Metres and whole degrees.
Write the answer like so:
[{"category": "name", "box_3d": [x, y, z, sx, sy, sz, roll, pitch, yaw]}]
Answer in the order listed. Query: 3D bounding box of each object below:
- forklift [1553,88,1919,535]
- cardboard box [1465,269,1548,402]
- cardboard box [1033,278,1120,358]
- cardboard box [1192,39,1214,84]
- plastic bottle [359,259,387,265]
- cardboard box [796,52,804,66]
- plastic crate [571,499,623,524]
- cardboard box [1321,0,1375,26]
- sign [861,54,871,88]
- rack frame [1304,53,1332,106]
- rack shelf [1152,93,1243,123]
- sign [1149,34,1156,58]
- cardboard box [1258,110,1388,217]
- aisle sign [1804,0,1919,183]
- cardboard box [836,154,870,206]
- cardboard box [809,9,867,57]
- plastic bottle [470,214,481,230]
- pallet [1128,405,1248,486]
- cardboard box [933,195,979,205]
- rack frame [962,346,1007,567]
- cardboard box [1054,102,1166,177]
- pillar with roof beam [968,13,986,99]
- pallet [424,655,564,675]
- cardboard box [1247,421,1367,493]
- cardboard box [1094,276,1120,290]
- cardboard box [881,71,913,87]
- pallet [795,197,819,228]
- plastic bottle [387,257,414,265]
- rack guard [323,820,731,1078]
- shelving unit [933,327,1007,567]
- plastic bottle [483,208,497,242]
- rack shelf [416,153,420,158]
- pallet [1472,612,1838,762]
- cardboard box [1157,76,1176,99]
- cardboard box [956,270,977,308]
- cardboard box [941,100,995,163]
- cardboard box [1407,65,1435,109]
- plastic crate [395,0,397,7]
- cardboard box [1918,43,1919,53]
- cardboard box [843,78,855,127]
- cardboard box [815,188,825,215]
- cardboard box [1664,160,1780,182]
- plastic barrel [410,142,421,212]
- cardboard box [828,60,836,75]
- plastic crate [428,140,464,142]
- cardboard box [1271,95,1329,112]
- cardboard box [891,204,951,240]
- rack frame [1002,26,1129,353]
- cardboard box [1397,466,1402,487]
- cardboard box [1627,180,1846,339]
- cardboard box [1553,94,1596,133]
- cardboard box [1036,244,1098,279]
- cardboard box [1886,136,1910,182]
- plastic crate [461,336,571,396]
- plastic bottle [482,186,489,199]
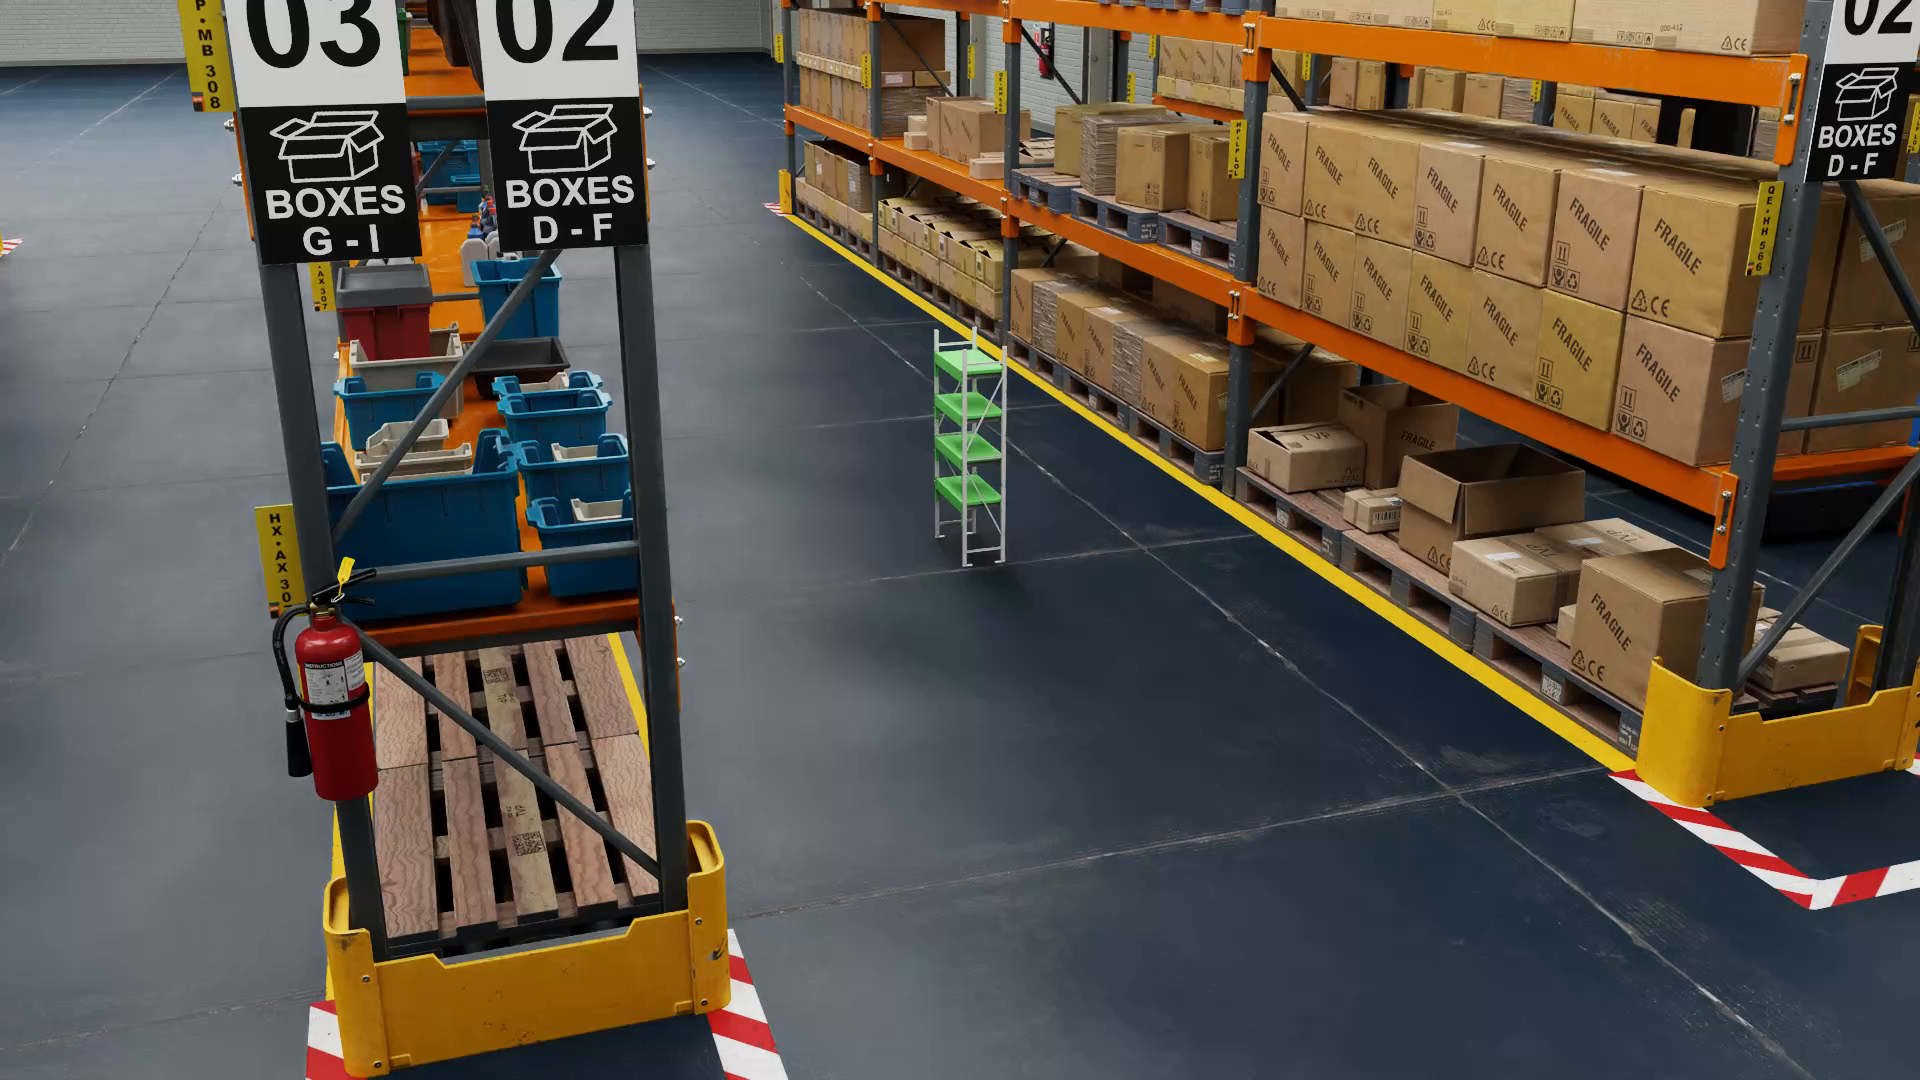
[{"category": "forklift", "box_3d": [4.541, -1.871, 10.290, 1.130, 2.935, 3.031, -6, 21, -16]}, {"category": "cardboard box", "box_3d": [2.642, -0.940, 7.447, 0.500, 0.500, 0.500, -6, 21, -17]}, {"category": "cardboard box", "box_3d": [0.886, -1.705, 12.773, 0.500, 0.500, 0.500, -7, 21, -19]}, {"category": "cardboard box", "box_3d": [3.199, -5.893, 20.470, 0.500, 0.500, 0.500, -7, 21, -19]}, {"category": "plastic bottle", "box_3d": [-3.259, -1.506, 9.244, 0.144, 0.351, 0.185, -6, 21, -17]}, {"category": "cardboard box", "box_3d": [-1.751, -5.789, 19.989, 0.380, 0.149, 0.250, -7, 21, -18]}, {"category": "plastic crate", "box_3d": [-1.132, -0.056, 5.436, 0.250, 0.136, 0.298, -6, 21, -17]}, {"category": "cardboard box", "box_3d": [2.173, -2.732, 8.371, 0.500, 0.250, 0.500, -6, 21, -17]}, {"category": "sign", "box_3d": [-0.939, -4.687, 16.630, 0.100, 0.325, 0.005, -6, 21, -17]}, {"category": "rack frame", "box_3d": [4.289, -4.829, 18.424, 1.000, 3.000, 0.127, -6, 21, -17]}, {"category": "rack shelf", "box_3d": [3.660, -5.133, 20.333, 1.077, 0.370, 4.000, -6, 21, -17]}, {"category": "sign", "box_3d": [2.517, -6.463, 21.691, 0.100, 0.325, 0.005, -6, 21, -17]}, {"category": "cardboard box", "box_3d": [1.983, -2.071, 9.118, 0.500, 0.500, 0.500, -6, 21, -16]}, {"category": "aisle sign", "box_3d": [3.090, -1.620, 5.643, 0.394, 0.787, 0.004, -6, 21, -17]}, {"category": "cardboard box", "box_3d": [-1.073, -4.006, 18.468, 0.500, 0.500, 0.500, -6, 21, -17]}, {"category": "cardboard box", "box_3d": [-1.348, -5.907, 19.357, 0.700, 0.500, 0.500, -7, 21, -19]}, {"category": "plastic bottle", "box_3d": [-3.046, -1.912, 10.476, 0.061, 0.283, 0.133, -6, 21, -17]}, {"category": "pallet", "box_3d": [1.810, -0.679, 10.995, 1.003, 0.211, 1.213, -6, 21, -17]}, {"category": "cardboard box", "box_3d": [-0.013, -3.370, 16.978, 0.500, 0.311, 0.500, -6, 21, -17]}, {"category": "rack frame", "box_3d": [0.129, -0.433, 8.848, 0.240, 1.200, 0.015, -6, 21, -17]}, {"category": "cardboard box", "box_3d": [1.150, -3.073, 12.765, 0.700, 0.500, 0.500, -15, 24, -35]}, {"category": "pillar with roof beam", "box_3d": [-3.786, -12.197, 30.062, 9.100, 9.000, 0.400, -6, 21, -17]}, {"category": "pallet", "box_3d": [-2.334, 0.335, 8.172, 1.003, 0.211, 1.213, -6, 21, -17]}, {"category": "cardboard box", "box_3d": [2.028, -0.518, 9.749, 0.500, 0.311, 0.500, -6, 21, -17]}, {"category": "cardboard box", "box_3d": [1.361, -1.774, 12.964, 0.500, 0.500, 0.500, -6, 20, -15]}, {"category": "cardboard box", "box_3d": [-0.701, -4.719, 17.009, 0.380, 0.149, 0.250, -6, 21, -17]}, {"category": "pallet", "box_3d": [-1.390, -4.032, 20.330, 1.003, 0.211, 1.213, -6, 21, -17]}, {"category": "plastic bottle", "box_3d": [-3.064, -1.462, 9.122, 0.144, 0.351, 0.185, -6, 21, -17]}, {"category": "rack guard", "box_3d": [-1.325, 1.257, 5.177, 1.175, 0.500, 0.348, -6, 21, -17]}, {"category": "shelving unit", "box_3d": [0.052, -0.512, 9.066, 0.258, 1.200, 0.503, -6, 21, -17]}, {"category": "plastic bottle", "box_3d": [-2.857, -1.861, 10.233, 0.144, 0.351, 0.185, -6, 21, -17]}, {"category": "rack shelf", "box_3d": [-5.745, -4.080, 17.402, 1.077, 0.370, 4.000, -6, 21, -17]}, {"category": "pallet", "box_3d": [3.084, 0.581, 7.486, 1.003, 0.211, 1.213, -6, 21, -17]}, {"category": "cardboard box", "box_3d": [2.884, -5.861, 21.490, 0.500, 0.250, 0.500, -7, 21, -19]}, {"category": "cardboard box", "box_3d": [0.282, -2.230, 14.633, 0.500, 0.250, 0.500, -7, 21, -18]}, {"category": "cardboard box", "box_3d": [0.136, -3.771, 15.330, 0.500, 0.500, 0.500, -6, 21, -17]}, {"category": "cardboard box", "box_3d": [4.822, -4.528, 16.788, 0.700, 0.500, 0.500, -4, 20, -10]}, {"category": "plastic crate", "box_3d": [-2.471, -2.132, 6.670, 0.497, 0.269, 0.590, -6, 21, -17]}, {"category": "cardboard box", "box_3d": [3.439, -1.984, 6.287, 0.500, 0.250, 0.500, -6, 21, -17]}, {"category": "cardboard box", "box_3d": [-0.884, -4.821, 18.252, 0.700, 0.500, 0.500, -6, 21, -16]}, {"category": "cardboard box", "box_3d": [-1.395, -3.973, 19.486, 0.500, 0.250, 0.500, -6, 21, -17]}, {"category": "cardboard box", "box_3d": [3.298, -1.306, 6.988, 0.500, 0.500, 0.500, -6, 21, -17]}, {"category": "plastic barrel", "box_3d": [-4.292, -2.674, 12.222, 0.600, 0.536, 0.708, -6, 21, -17]}, {"category": "cardboard box", "box_3d": [-1.269, -5.296, 18.615, 0.380, 0.149, 0.250, -6, 21, -17]}, {"category": "plastic crate", "box_3d": [-4.076, -3.074, 13.443, 0.402, 0.464, 0.583, -6, 21, -17]}, {"category": "cardboard box", "box_3d": [3.852, -4.888, 18.780, 0.500, 0.250, 0.500, -6, 21, -17]}, {"category": "cardboard box", "box_3d": [-0.367, -3.149, 16.363, 0.500, 0.311, 0.500, -7, 21, -18]}, {"category": "rack frame", "box_3d": [0.845, -3.018, 13.382, 1.000, 3.000, 0.127, -6, 21, -17]}, {"category": "cardboard box", "box_3d": [2.725, -0.333, 9.473, 0.380, 0.149, 0.250, -6, 21, -17]}, {"category": "cardboard box", "box_3d": [2.958, -1.082, 6.365, 0.500, 0.500, 0.500, -7, 21, -18]}, {"category": "cardboard box", "box_3d": [5.456, -3.559, 14.270, 0.500, 0.500, 0.500, -6, 21, -16]}, {"category": "cardboard box", "box_3d": [0.959, -2.385, 14.236, 0.500, 0.311, 0.500, -6, 21, -15]}, {"category": "cardboard box", "box_3d": [6.419, -2.580, 11.544, 0.500, 0.500, 0.500, -7, 21, -18]}, {"category": "plastic crate", "box_3d": [-1.995, -0.778, 7.462, 0.437, 0.125, 0.590, -6, 21, -17]}, {"category": "plastic bottle", "box_3d": [-3.327, -2.354, 11.705, 0.061, 0.283, 0.133, -6, 21, -17]}]
